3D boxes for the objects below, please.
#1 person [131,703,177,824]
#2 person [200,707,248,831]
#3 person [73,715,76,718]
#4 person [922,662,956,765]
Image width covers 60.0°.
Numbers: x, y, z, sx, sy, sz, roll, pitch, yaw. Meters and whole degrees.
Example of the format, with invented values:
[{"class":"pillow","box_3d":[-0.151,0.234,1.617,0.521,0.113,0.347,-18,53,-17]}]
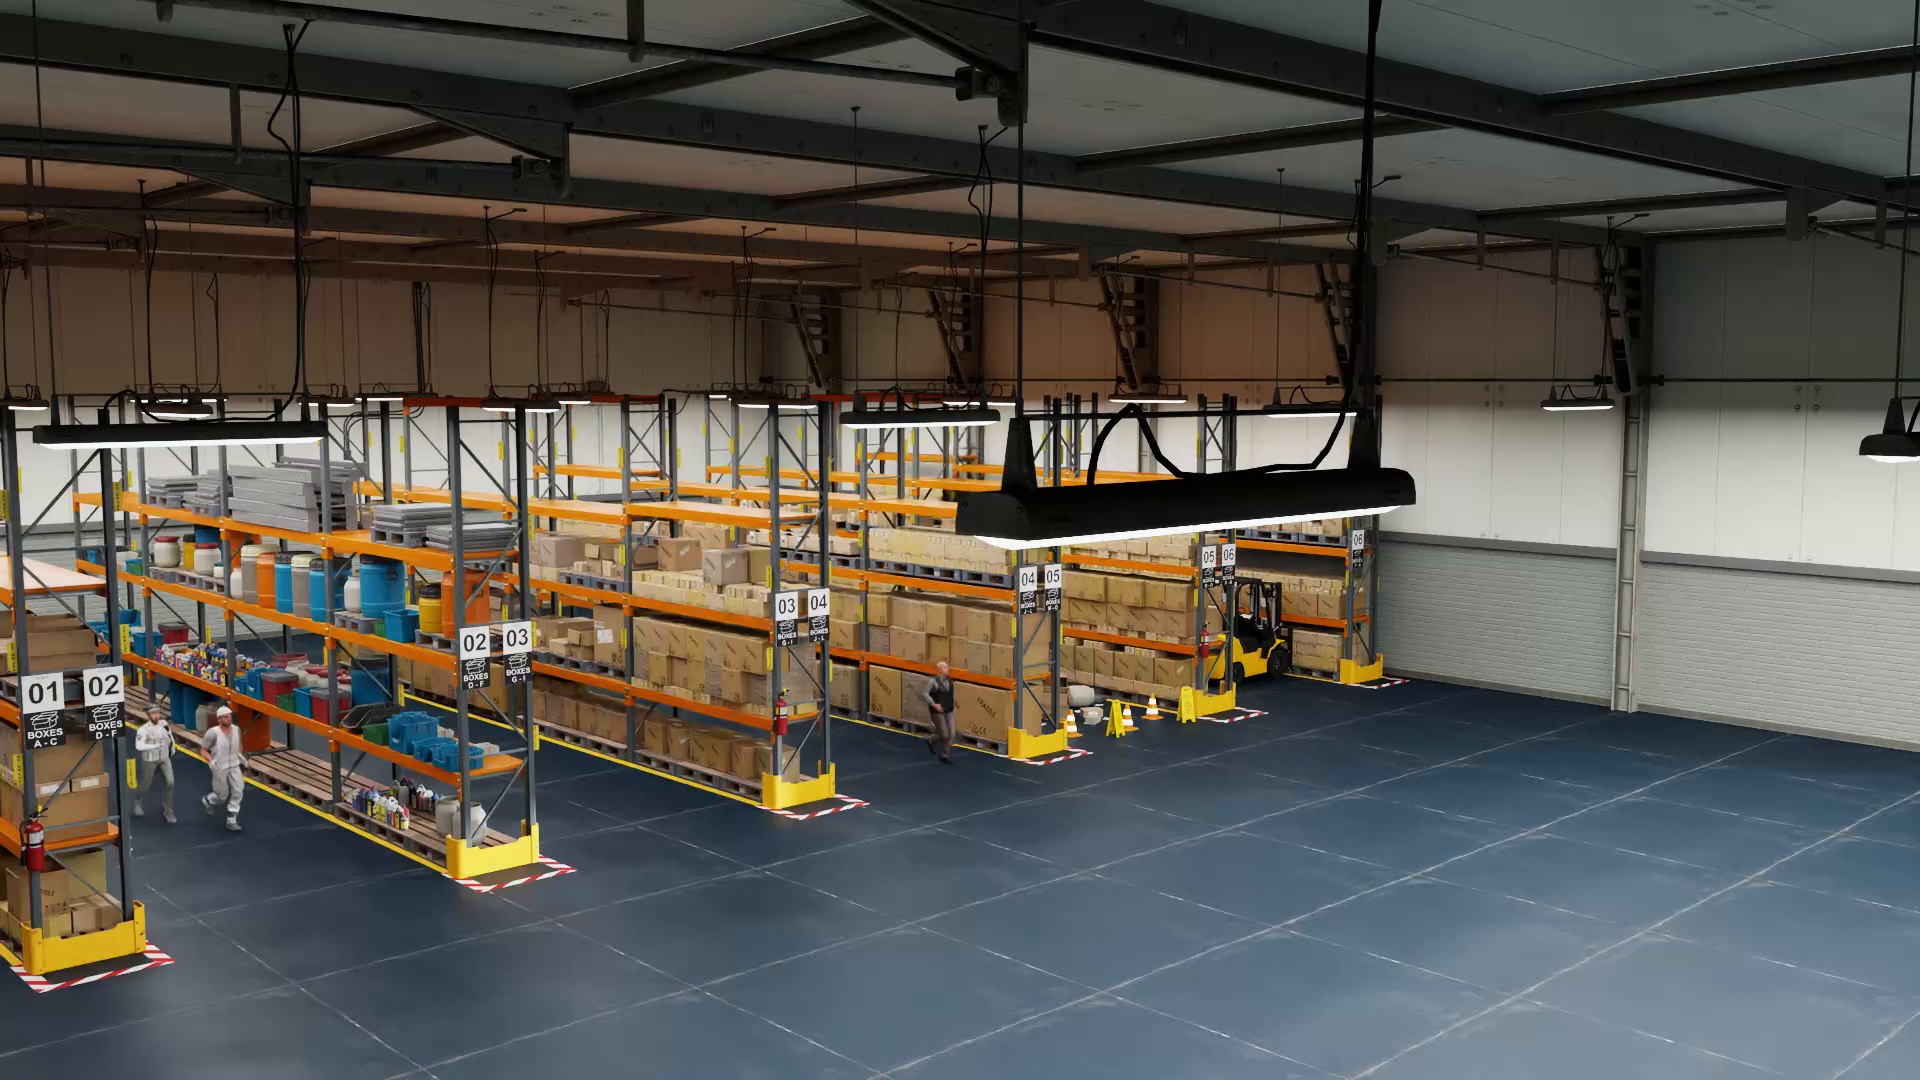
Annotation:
[{"class":"person","box_3d":[-11.577,3.185,23.885,0.880,1.746,0.604,4,7,39]},{"class":"person","box_3d":[-10.401,3.198,23.449,0.797,1.748,0.646,4,7,37]},{"class":"person","box_3d":[-14.339,2.995,26.518,0.682,1.601,0.560,5,7,42]},{"class":"person","box_3d":[-0.320,2.850,27.508,0.692,1.699,0.562,-4,7,-38]}]
